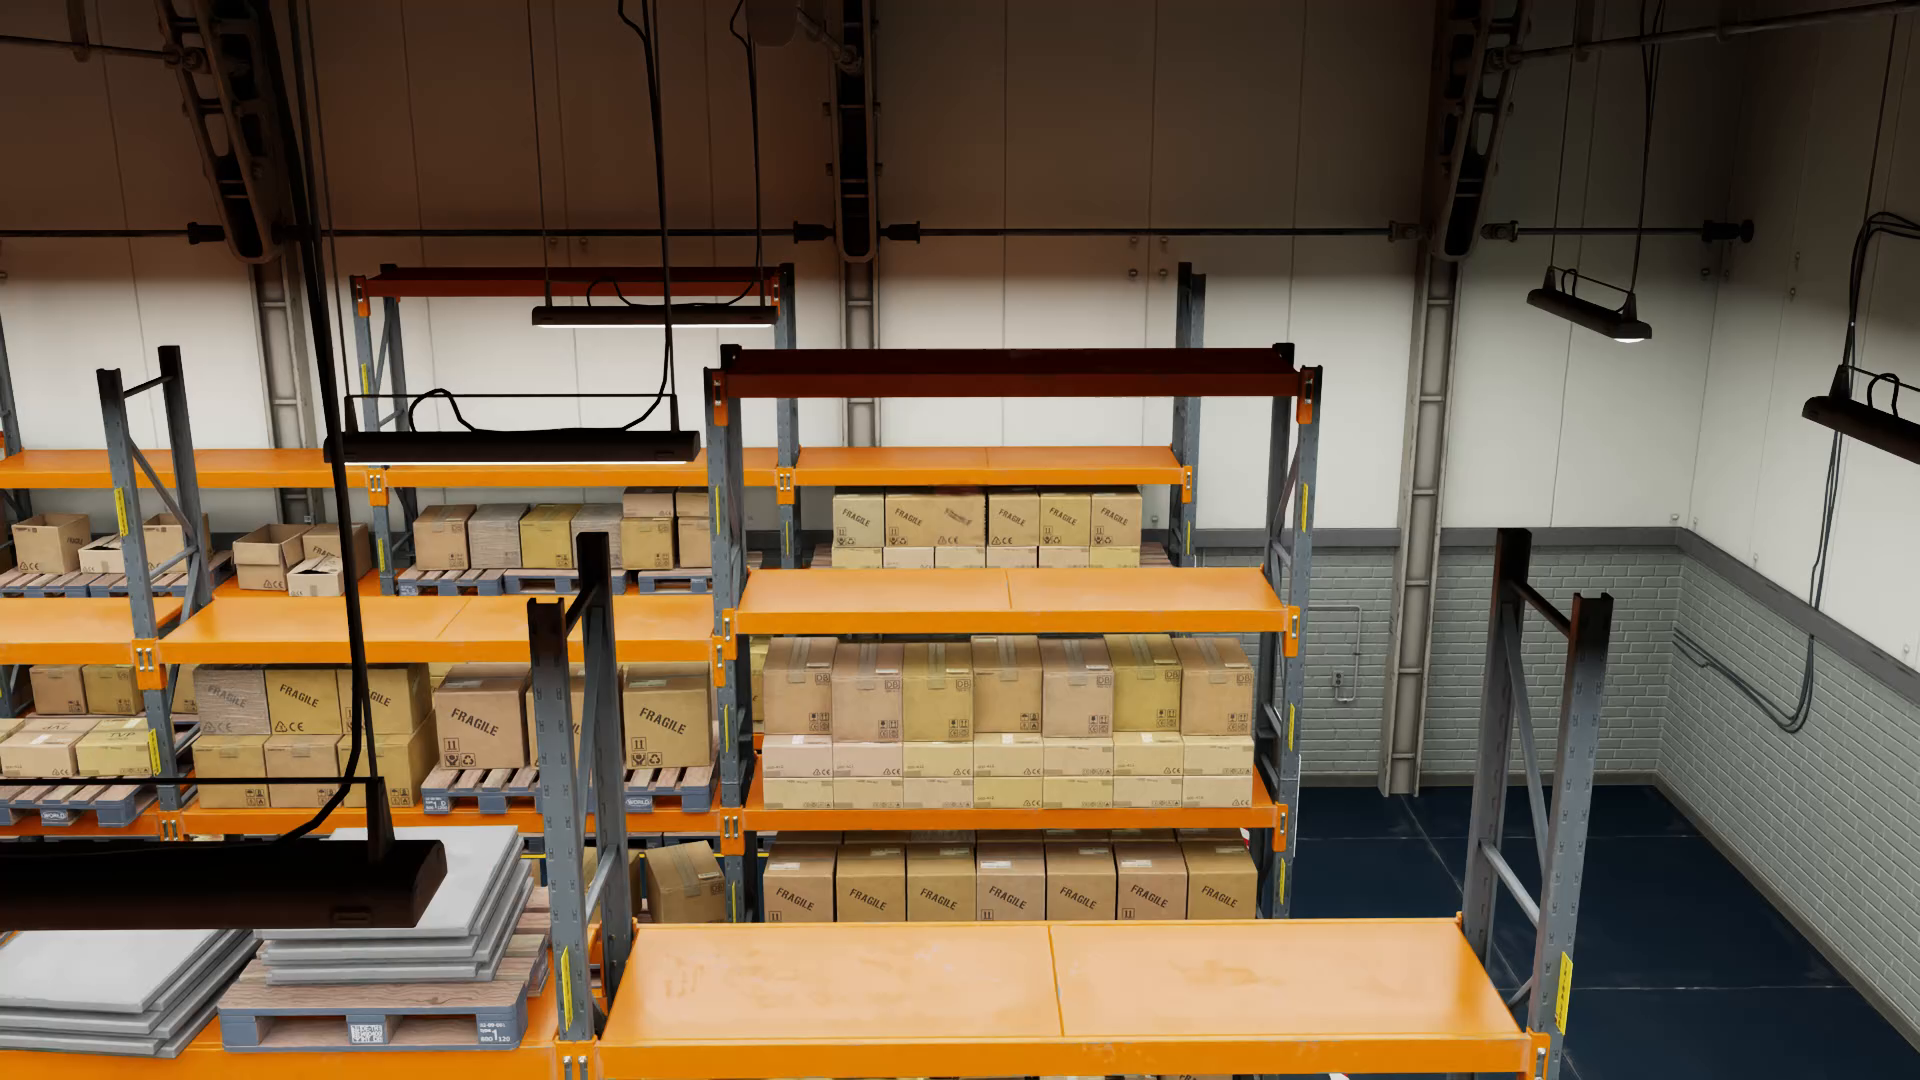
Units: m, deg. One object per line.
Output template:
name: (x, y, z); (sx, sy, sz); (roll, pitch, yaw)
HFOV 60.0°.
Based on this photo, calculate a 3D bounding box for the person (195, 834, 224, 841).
person: (-6.655, 3.124, 14.840); (0.471, 1.661, 0.498); (3, 16, 9)
